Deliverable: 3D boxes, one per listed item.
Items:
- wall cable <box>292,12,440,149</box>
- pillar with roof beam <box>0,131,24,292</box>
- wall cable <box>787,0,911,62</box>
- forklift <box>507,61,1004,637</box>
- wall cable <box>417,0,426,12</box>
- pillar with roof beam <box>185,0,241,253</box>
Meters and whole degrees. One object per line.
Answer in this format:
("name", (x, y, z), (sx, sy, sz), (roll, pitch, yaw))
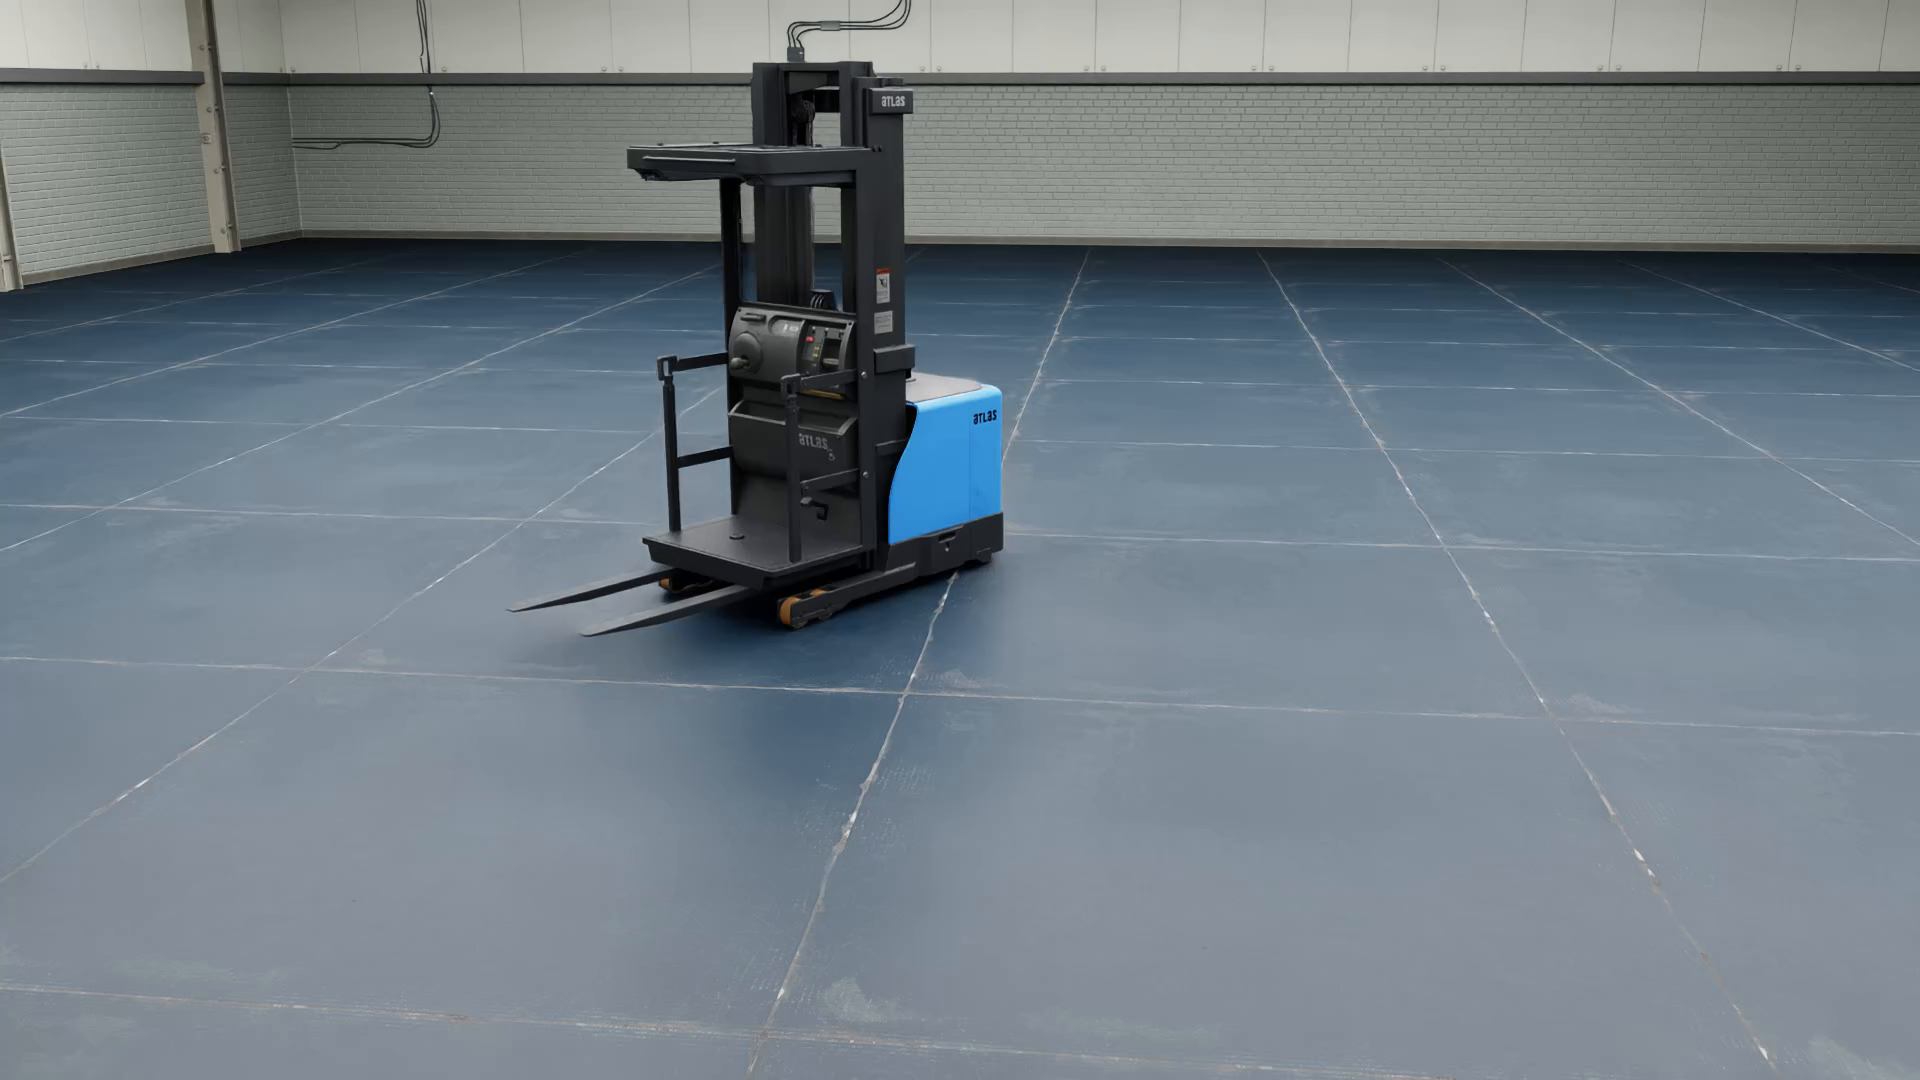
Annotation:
("wall cable", (-11.462, -8.734, 31.670), (3.097, 2.526, 0.112), (2, 15, 6))
("pillar with roof beam", (-9.508, -7.825, 22.359), (9.100, 9.000, 0.400), (2, 15, 6))
("wall cable", (-2.031, -11.591, 29.772), (2.305, 6.003, 0.169), (2, 15, 6))
("forklift", (-1.077, -1.090, 9.077), (1.130, 2.935, 3.031), (13, 20, 39))
("wall cable", (-8.774, -11.092, 30.716), (3.097, 2.526, 0.112), (2, 15, 6))
("pillar with roof beam", (-8.831, -9.381, 28.114), (9.100, 9.000, 0.400), (2, 15, 6))
